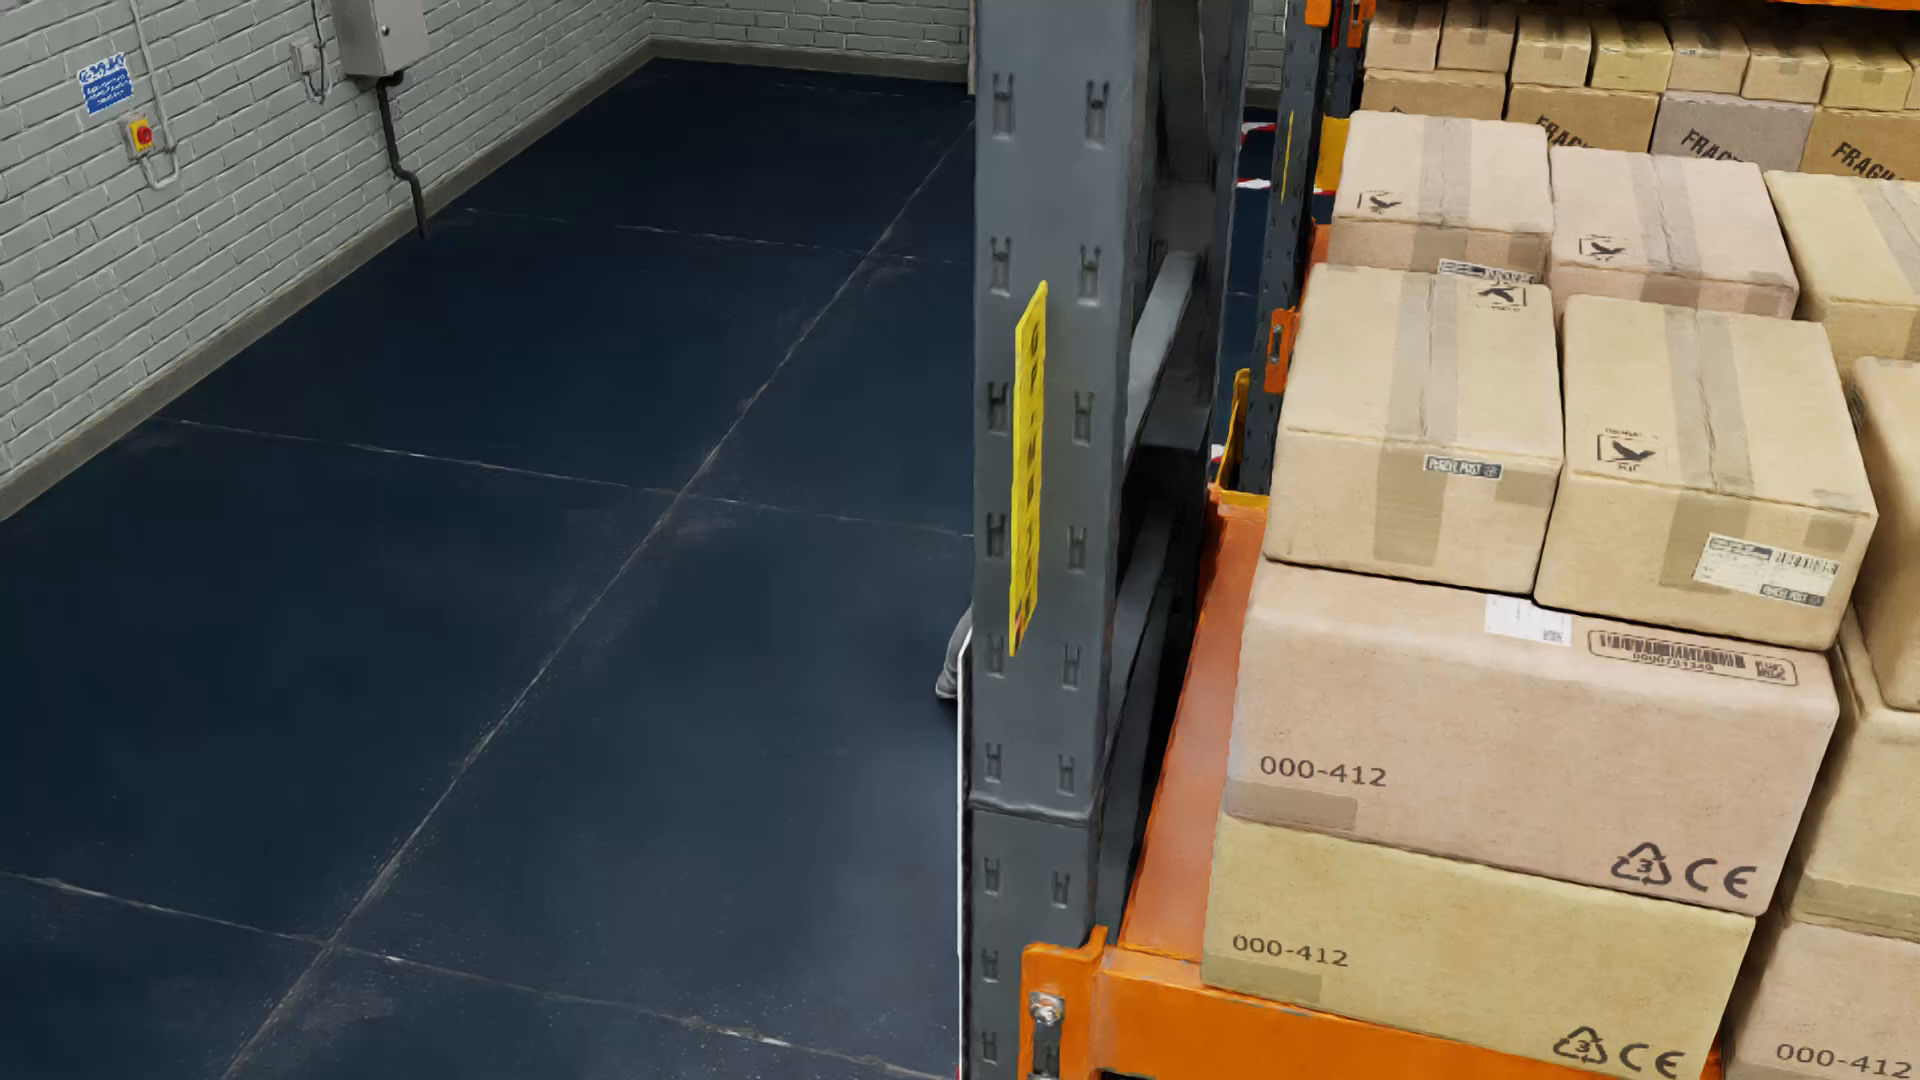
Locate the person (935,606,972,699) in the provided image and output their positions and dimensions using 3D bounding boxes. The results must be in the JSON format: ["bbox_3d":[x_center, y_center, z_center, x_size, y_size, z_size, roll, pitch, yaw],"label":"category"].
[{"bbox_3d":[0.363,-0.026,6.169,0.934,1.625,0.505,4,33,7],"label":"person"}]
